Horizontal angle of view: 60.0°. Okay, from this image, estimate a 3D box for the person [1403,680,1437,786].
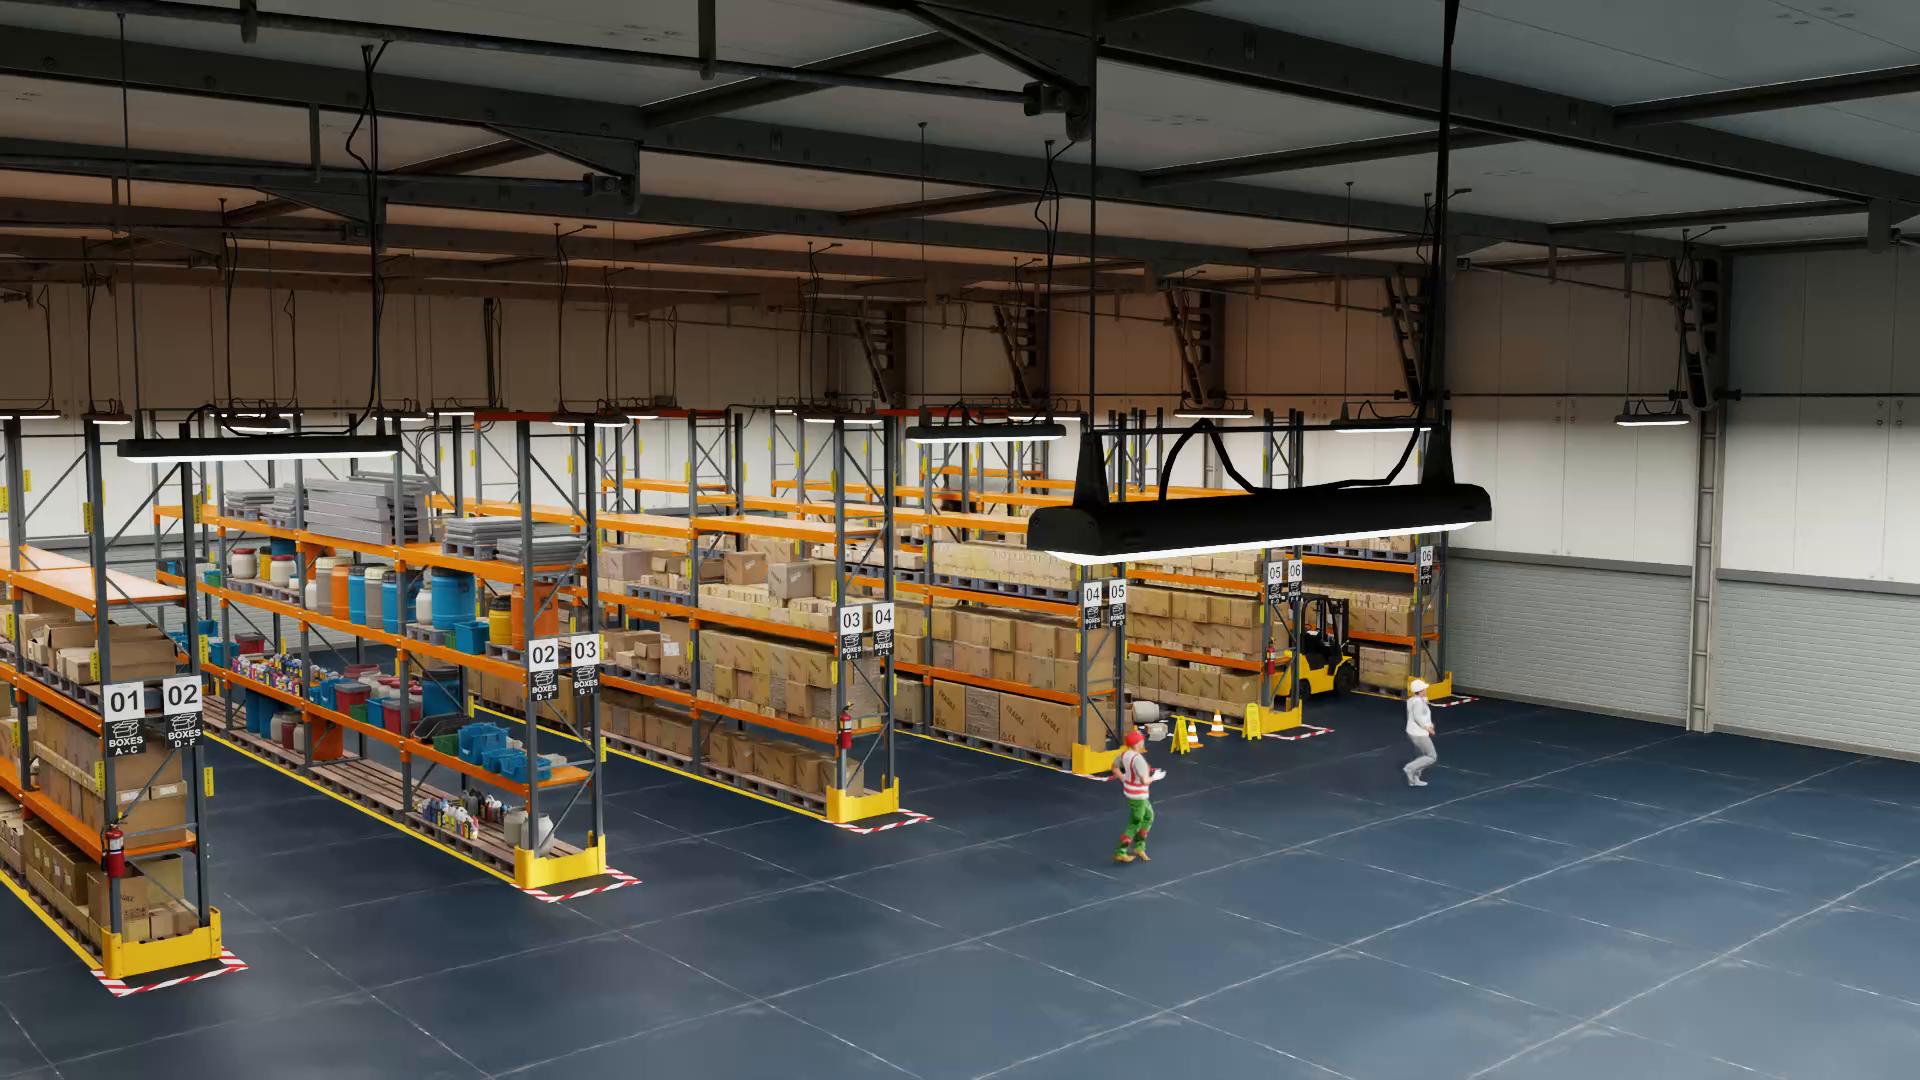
[{"bbox_3d":[7.413,3.114,26.785,0.577,1.726,0.583,0,5,-2],"label":"person"}]

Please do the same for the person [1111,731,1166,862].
[{"bbox_3d":[2.398,3.473,22.385,0.705,1.824,0.632,-1,5,-11],"label":"person"}]
